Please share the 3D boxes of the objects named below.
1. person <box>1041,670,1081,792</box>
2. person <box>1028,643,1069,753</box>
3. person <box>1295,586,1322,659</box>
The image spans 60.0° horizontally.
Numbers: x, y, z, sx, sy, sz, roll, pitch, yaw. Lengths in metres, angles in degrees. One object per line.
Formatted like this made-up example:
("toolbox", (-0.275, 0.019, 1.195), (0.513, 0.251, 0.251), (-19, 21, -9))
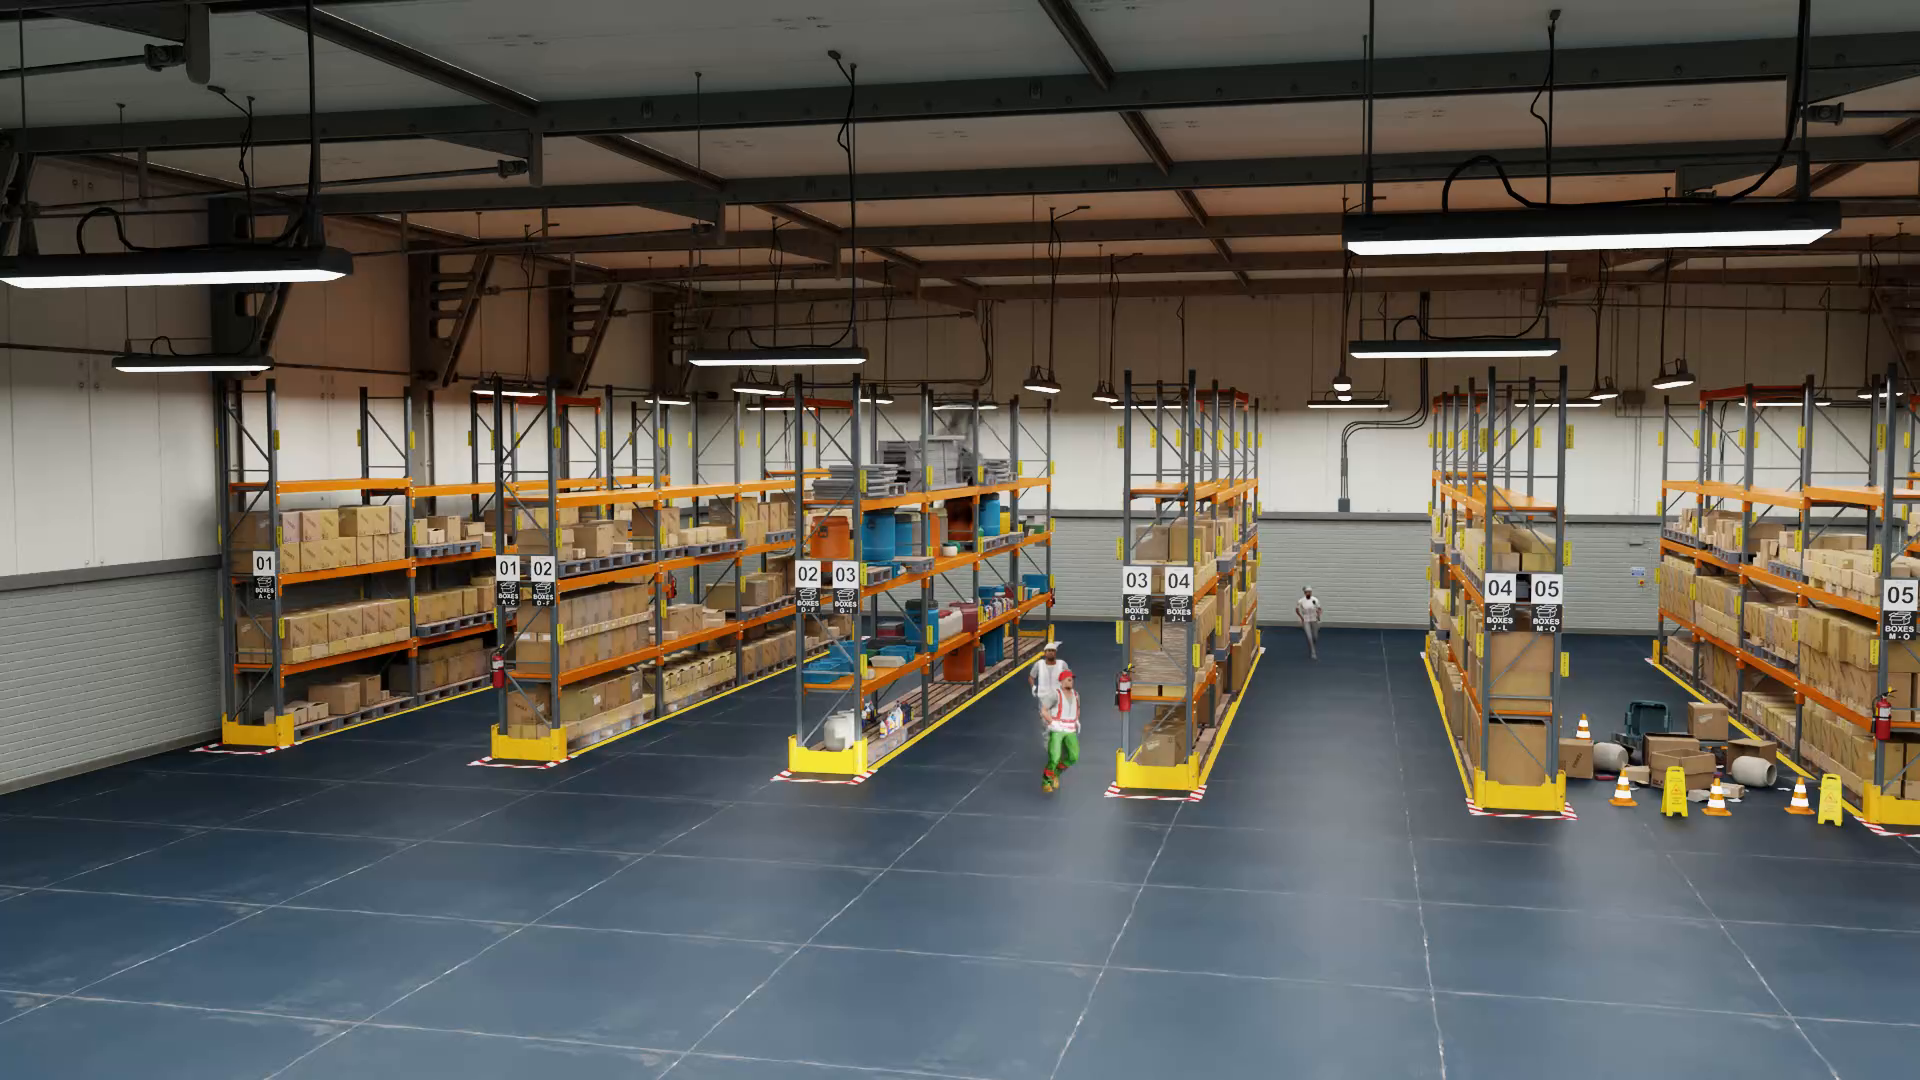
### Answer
("person", (1.482, 2.714, 23.588), (0.693, 1.728, 0.551), (-2, 4, -26))
("person", (1.449, 2.525, 26.800), (0.689, 1.740, 0.747), (0, 3, 0))
("person", (8.036, 1.879, 38.349), (0.594, 1.687, 0.747), (0, 3, 1))
